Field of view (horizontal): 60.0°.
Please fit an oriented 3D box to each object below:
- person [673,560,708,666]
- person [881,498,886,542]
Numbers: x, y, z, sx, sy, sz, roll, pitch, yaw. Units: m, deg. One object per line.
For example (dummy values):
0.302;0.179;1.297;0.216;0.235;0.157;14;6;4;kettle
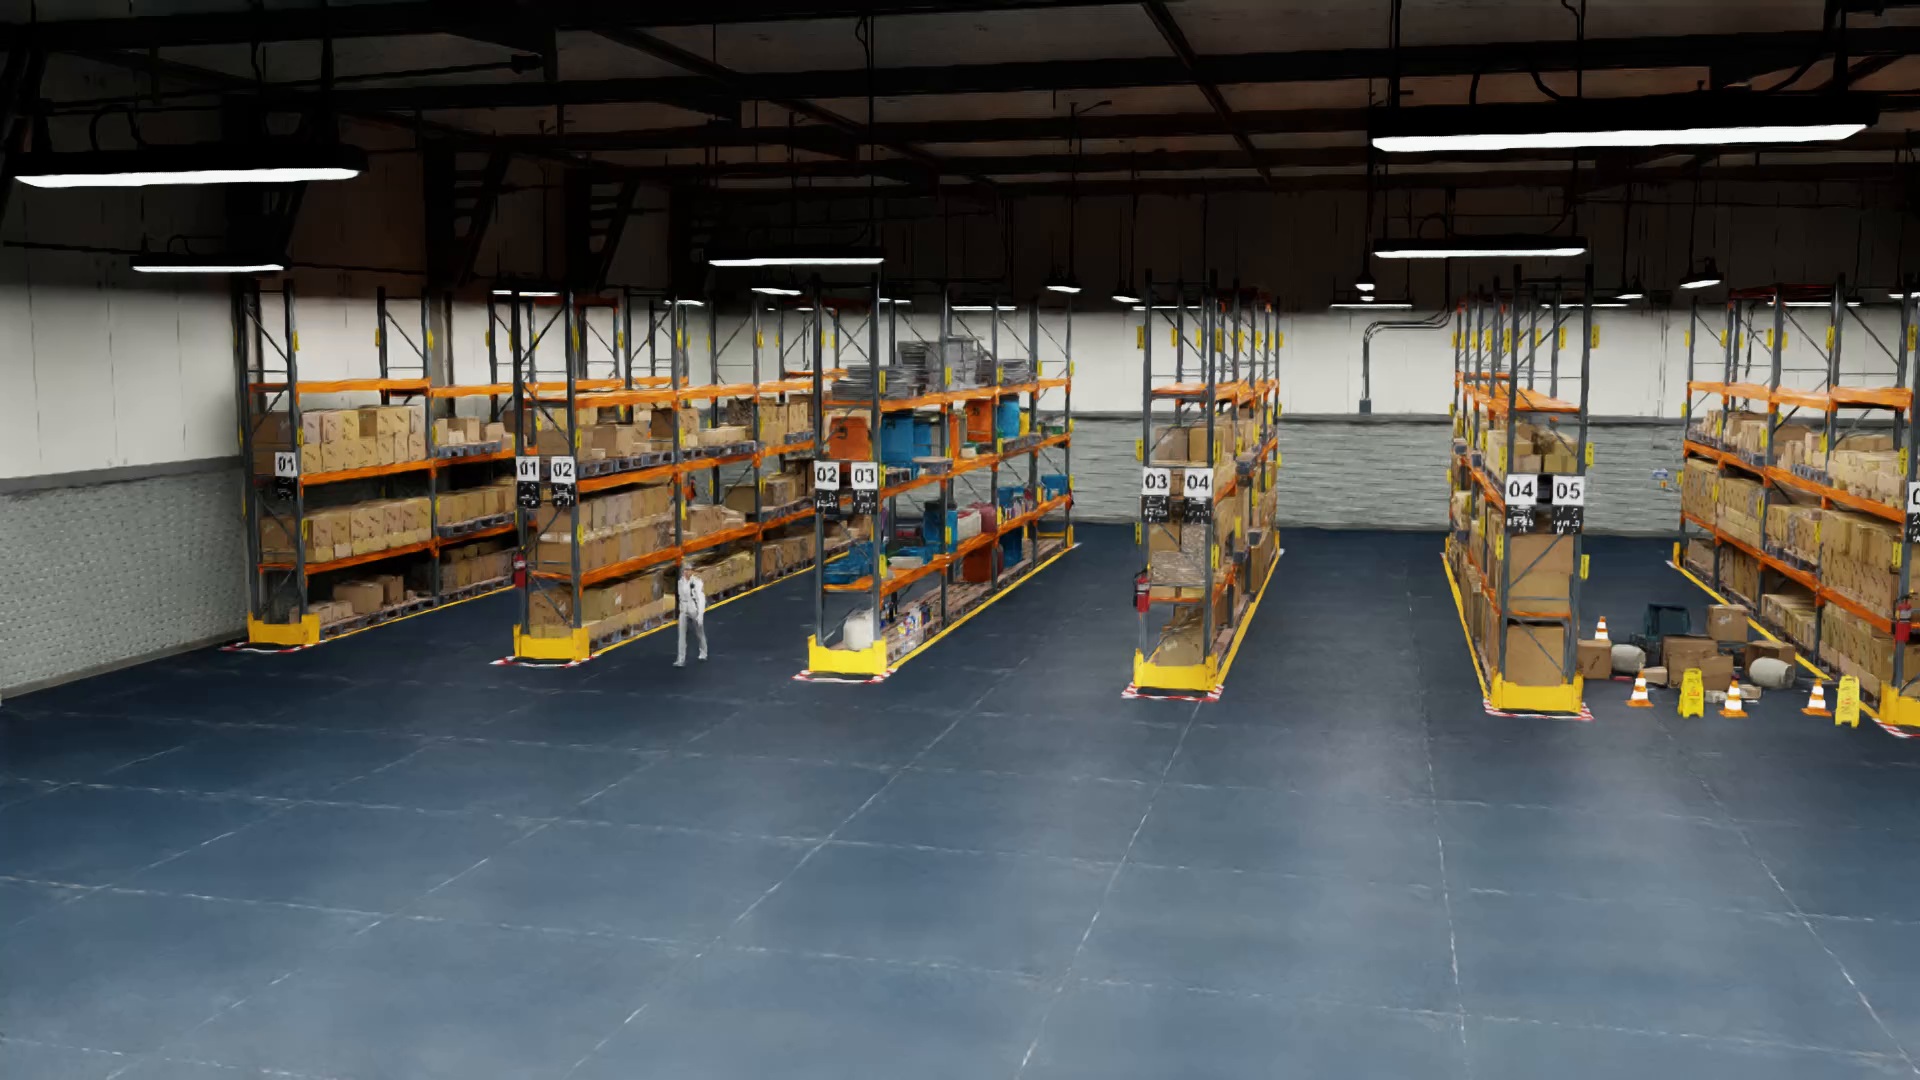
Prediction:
-4.159;1.104;25.779;0.502;1.624;0.997;2;7;13;person
-1.821;-0.332;37.821;0.346;1.588;0.538;0;7;-1;person
